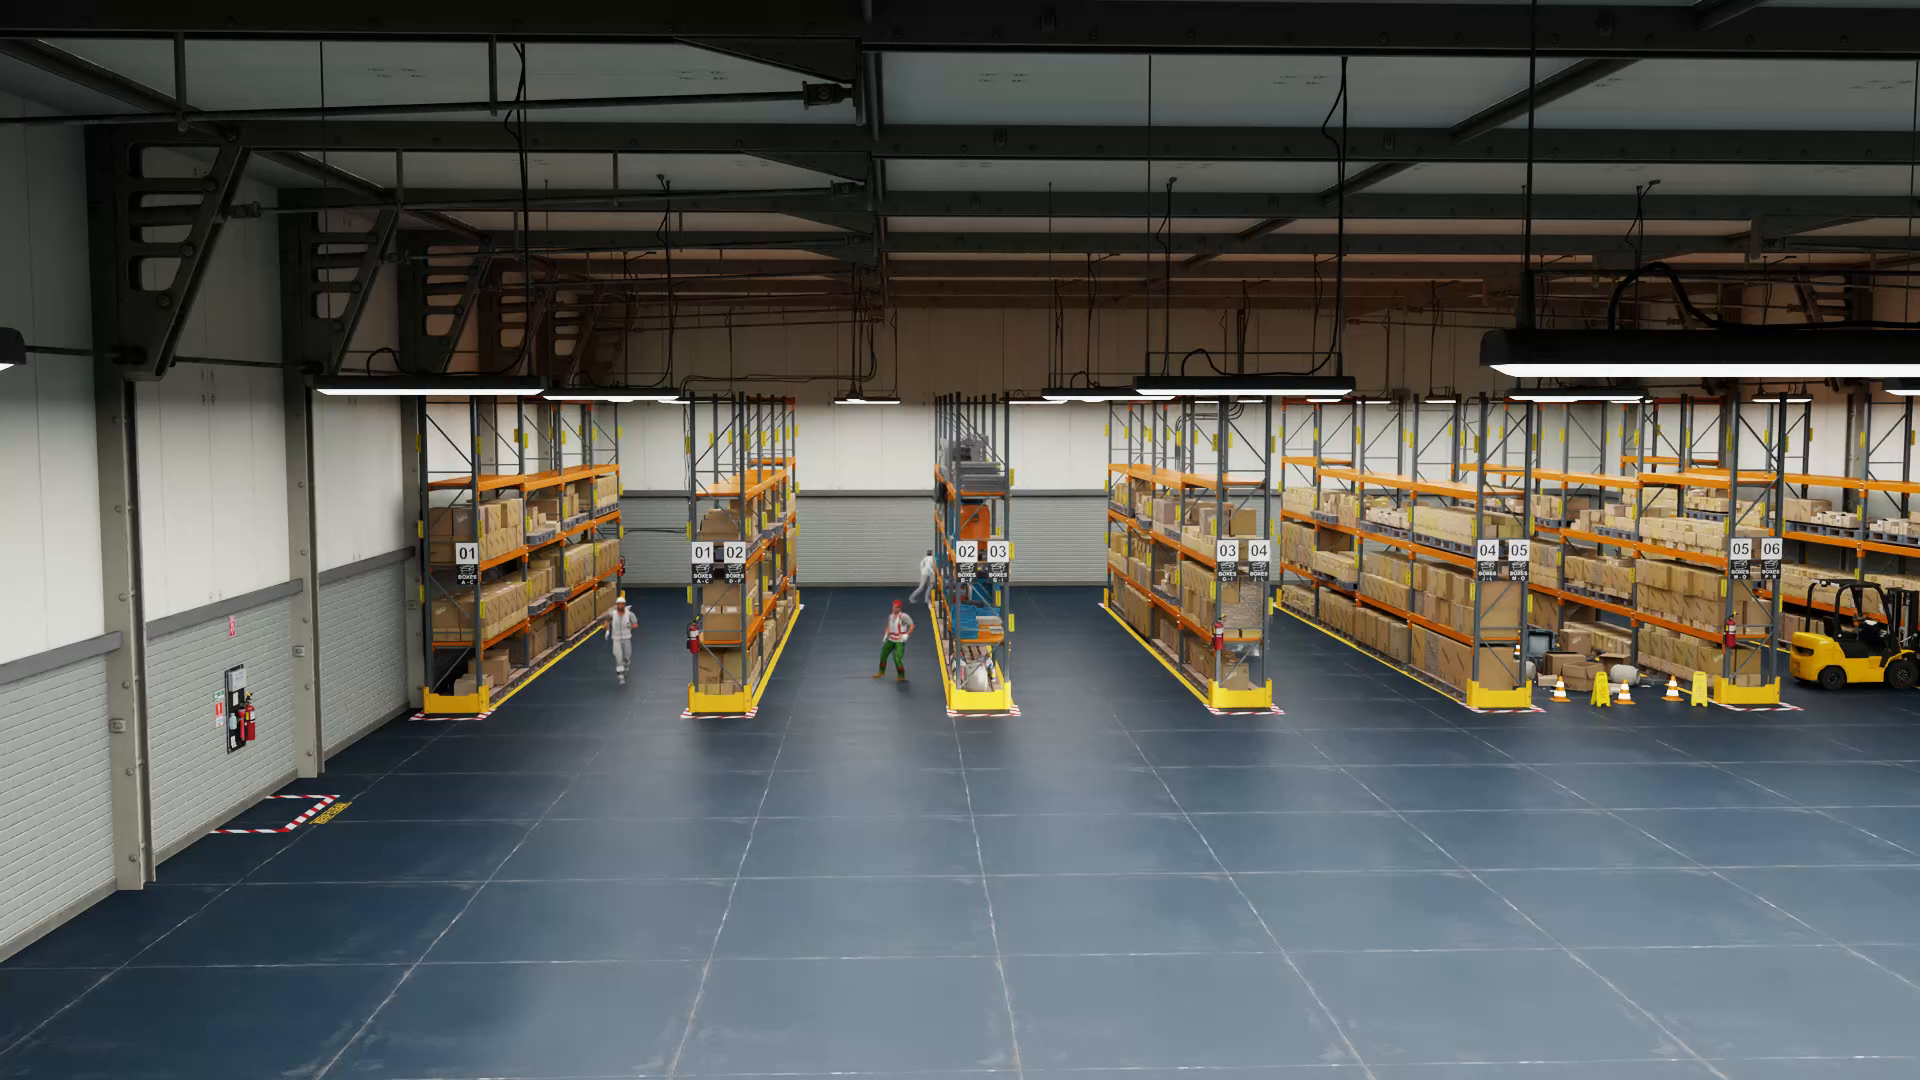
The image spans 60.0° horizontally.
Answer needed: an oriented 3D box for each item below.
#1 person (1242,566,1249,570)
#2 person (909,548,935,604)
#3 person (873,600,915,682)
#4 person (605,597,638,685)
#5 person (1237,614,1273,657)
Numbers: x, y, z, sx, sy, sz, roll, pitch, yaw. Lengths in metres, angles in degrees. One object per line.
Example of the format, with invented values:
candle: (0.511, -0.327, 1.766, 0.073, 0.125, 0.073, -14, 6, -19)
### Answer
person: (8.462, 0.944, 48.649, 0.632, 1.761, 0.688, 2, 5, 20)
person: (-1.063, 1.052, 48.338, 0.825, 1.642, 0.591, 0, 5, 0)
person: (-1.405, 2.092, 34.759, 0.980, 1.716, 0.455, 4, 6, 38)
person: (-6.987, 2.025, 34.348, 0.671, 1.720, 0.901, -1, 5, -11)
person: (6.760, 1.790, 38.173, 0.748, 1.744, 0.719, 0, 5, -2)
